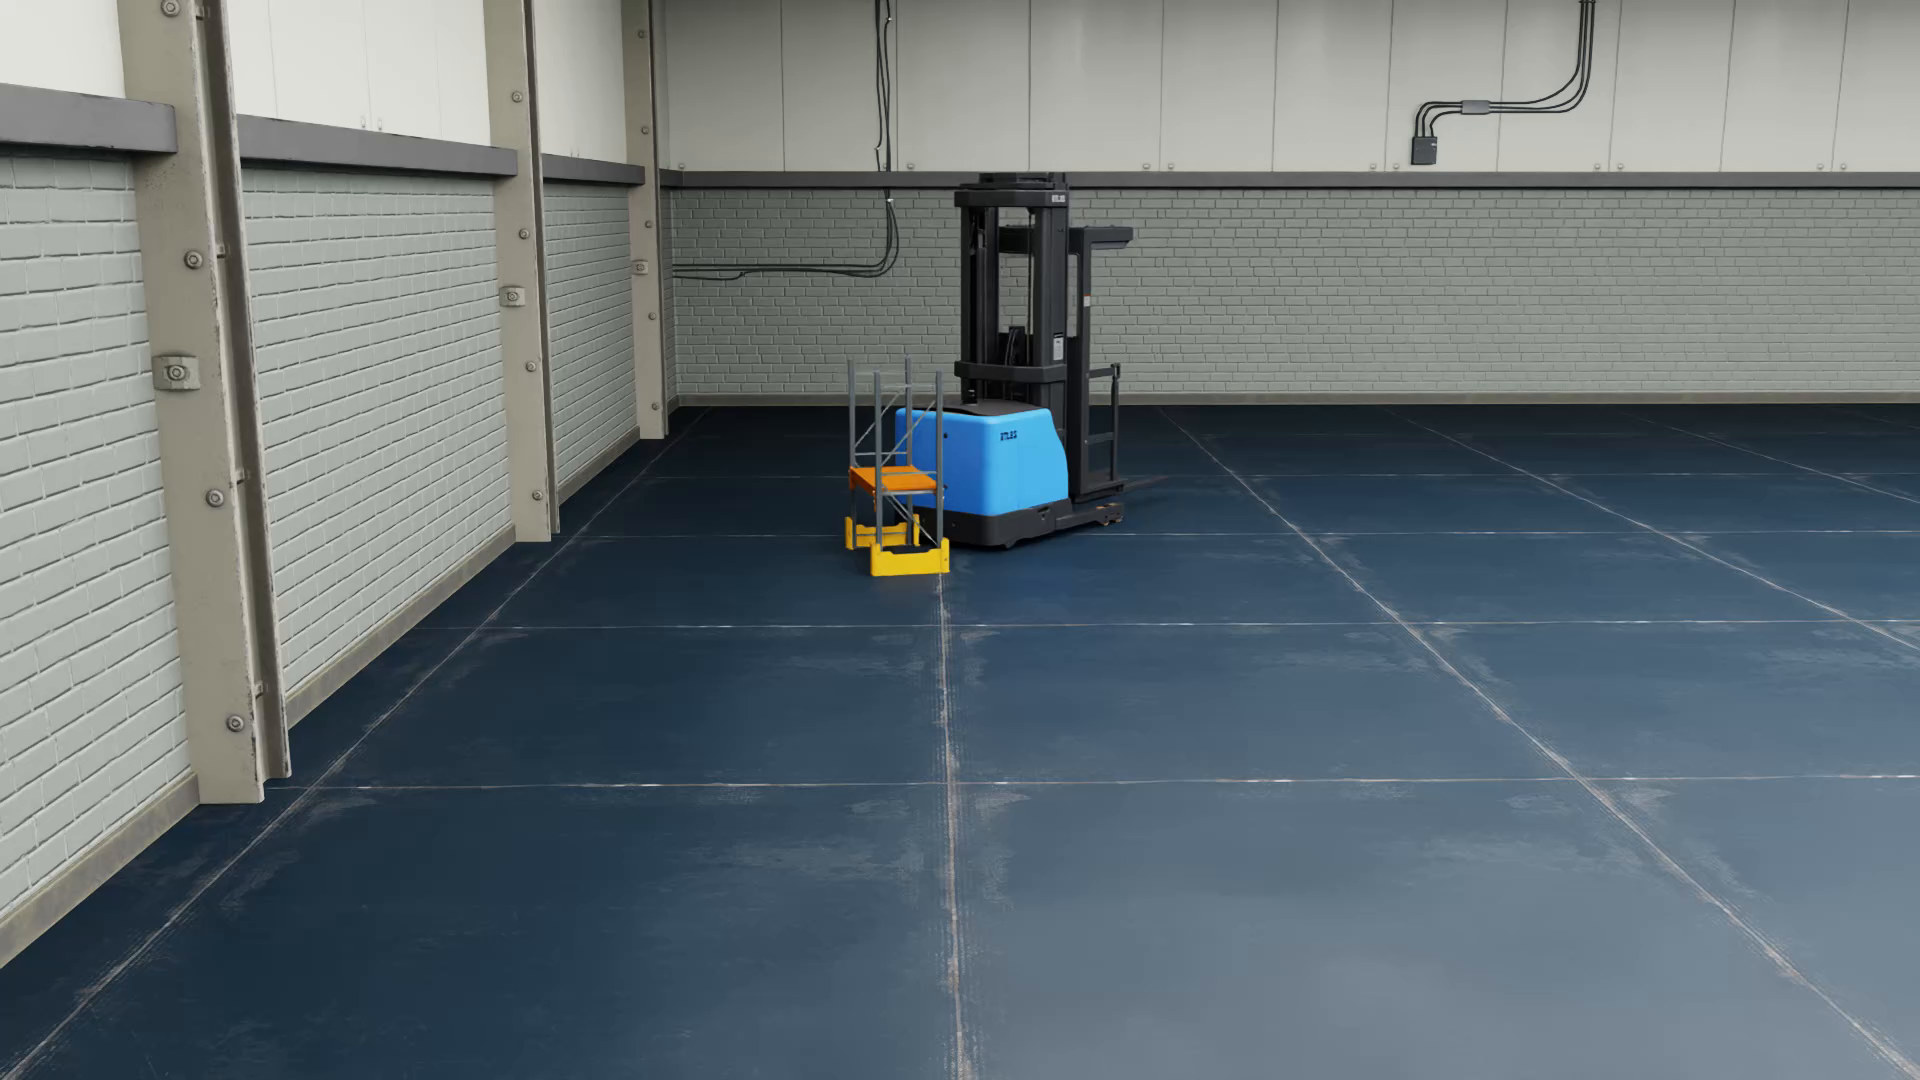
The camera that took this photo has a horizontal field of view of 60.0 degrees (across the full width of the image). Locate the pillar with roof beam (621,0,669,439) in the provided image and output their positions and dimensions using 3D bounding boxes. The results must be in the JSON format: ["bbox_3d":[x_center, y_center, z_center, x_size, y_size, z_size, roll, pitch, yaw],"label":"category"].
[{"bbox_3d":[0.690,-5.647,18.761,9.100,9.000,0.400,0,11,-1],"label":"pillar with roof beam"}]

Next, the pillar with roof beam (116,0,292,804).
[{"bbox_3d":[0.938,-3.262,7.003,9.100,9.000,0.400,0,11,-1],"label":"pillar with roof beam"}]

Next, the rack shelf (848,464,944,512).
[{"bbox_3d":[-0.499,-0.406,12.693,0.538,0.185,1.000,-3,12,-14],"label":"rack shelf"}]

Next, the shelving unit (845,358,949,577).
[{"bbox_3d":[-0.497,-0.581,12.649,0.587,1.500,1.083,-3,12,-14],"label":"shelving unit"}]

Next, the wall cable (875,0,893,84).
[{"bbox_3d":[0.352,-7.185,21.448,3.097,2.526,0.112,0,11,-1],"label":"wall cable"}]

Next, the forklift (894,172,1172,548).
[{"bbox_3d":[0.763,-1.611,14.130,1.130,2.935,3.031,9,14,37],"label":"forklift"}]

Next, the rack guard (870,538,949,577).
[{"bbox_3d":[-0.374,0.128,12.300,0.587,0.250,0.087,-3,12,-14],"label":"rack guard"}]

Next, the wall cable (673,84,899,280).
[{"bbox_3d":[-2.353,-4.699,21.895,3.097,2.526,0.112,0,11,-1],"label":"wall cable"}]

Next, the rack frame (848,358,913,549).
[{"bbox_3d":[-0.625,-0.680,13.140,0.500,1.500,0.032,-3,12,-14],"label":"rack frame"}]

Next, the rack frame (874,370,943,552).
[{"bbox_3d":[-0.373,-0.484,12.175,0.500,1.500,0.032,-3,12,-14],"label":"rack frame"}]

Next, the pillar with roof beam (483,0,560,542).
[{"bbox_3d":[0.814,-4.454,12.882,9.100,9.000,0.400,0,11,-1],"label":"pillar with roof beam"}]

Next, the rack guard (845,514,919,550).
[{"bbox_3d":[-0.620,-0.064,13.246,0.587,0.250,0.087,-3,12,-14],"label":"rack guard"}]

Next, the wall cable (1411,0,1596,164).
[{"bbox_3d":[7.139,-7.923,21.425,2.305,6.003,0.169,0,11,-1],"label":"wall cable"}]
